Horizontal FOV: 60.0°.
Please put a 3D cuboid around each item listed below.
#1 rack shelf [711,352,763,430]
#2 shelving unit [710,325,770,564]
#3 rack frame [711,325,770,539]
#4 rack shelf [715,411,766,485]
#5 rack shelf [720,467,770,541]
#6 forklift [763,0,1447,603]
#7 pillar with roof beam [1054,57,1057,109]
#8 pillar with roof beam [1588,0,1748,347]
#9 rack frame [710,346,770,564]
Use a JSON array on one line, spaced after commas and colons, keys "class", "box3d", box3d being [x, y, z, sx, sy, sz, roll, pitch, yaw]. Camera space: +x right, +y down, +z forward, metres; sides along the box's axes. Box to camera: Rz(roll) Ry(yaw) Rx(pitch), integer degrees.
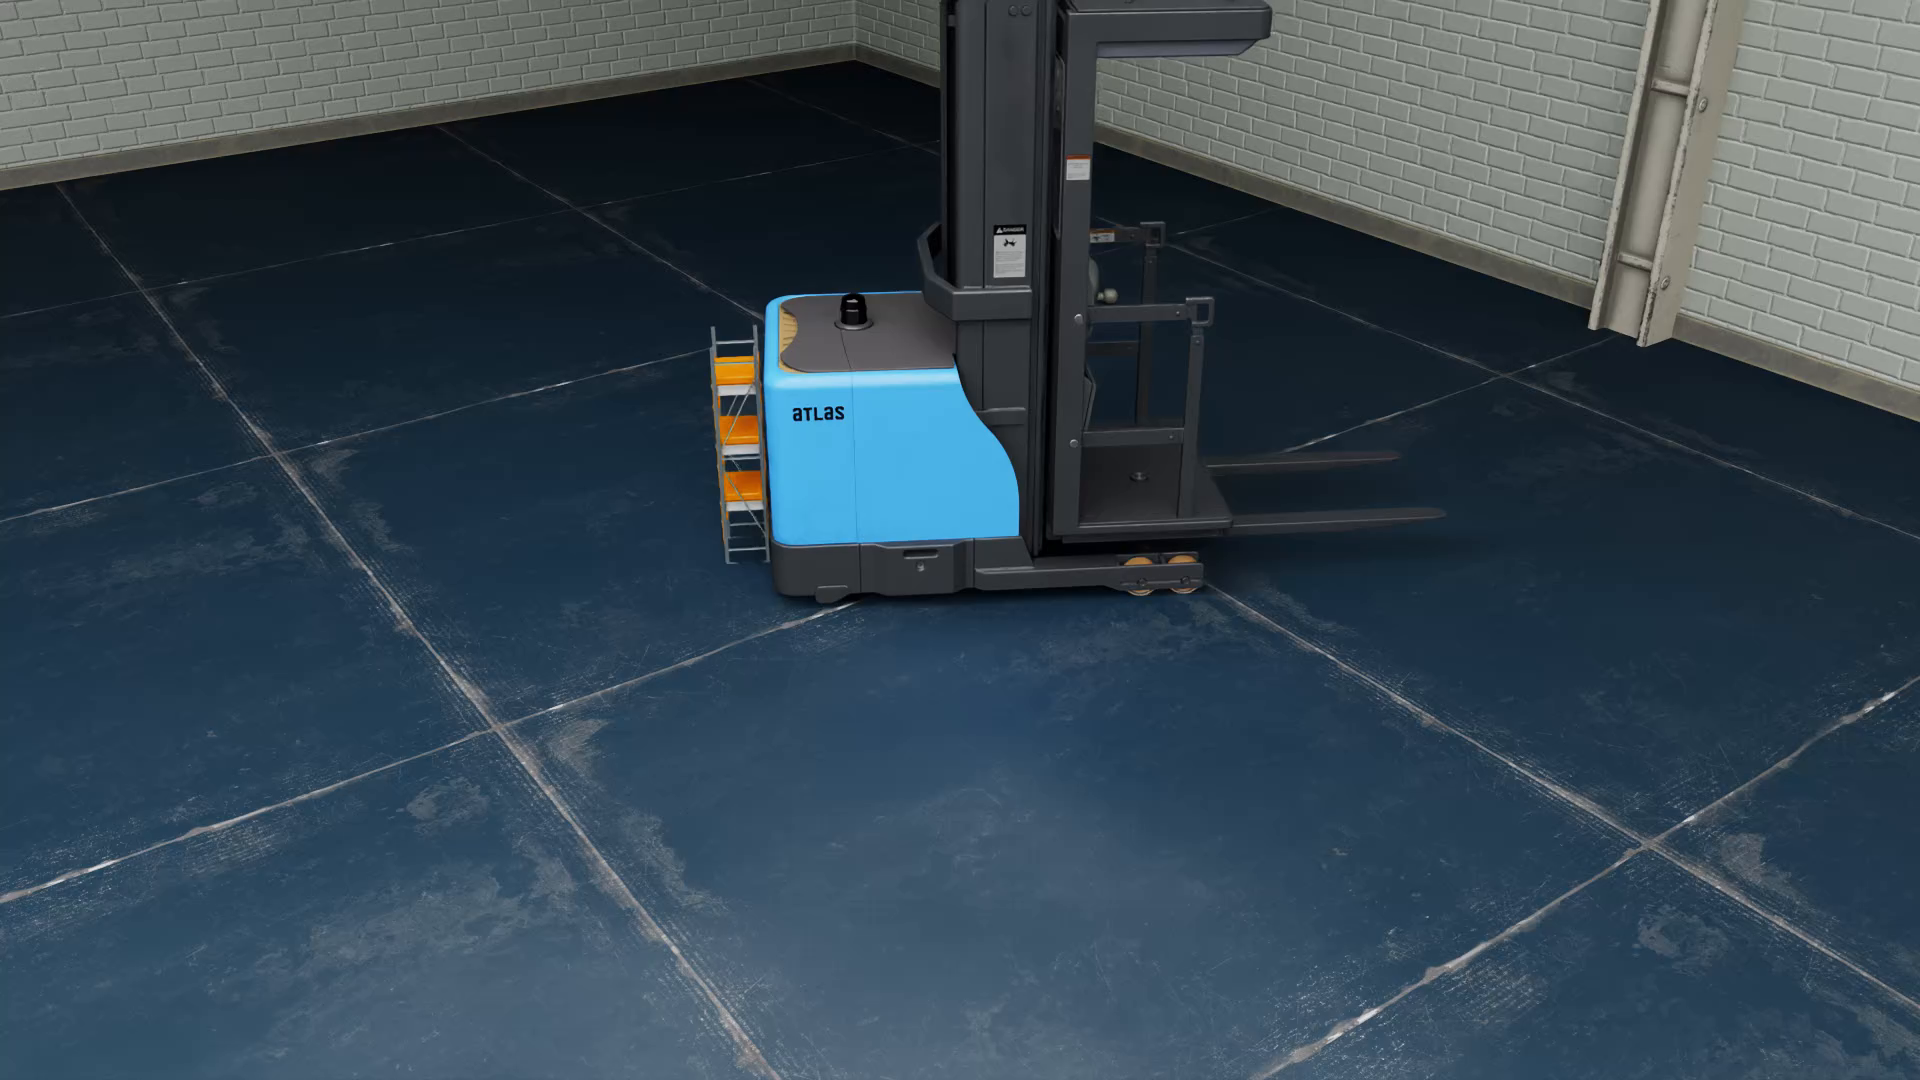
[{"class": "rack shelf", "box3d": [-0.975, -0.655, 7.284, 0.215, 0.259, 0.240, -3, 29, -5]}, {"class": "shelving unit", "box3d": [-0.975, -0.415, 7.414, 0.215, 1.050, 0.252, -3, 29, -5]}, {"class": "rack frame", "box3d": [-0.988, -0.473, 7.521, 0.200, 1.050, 0.008, -3, 29, -5]}, {"class": "rack shelf", "box3d": [-0.975, -0.406, 7.419, 0.215, 0.259, 0.240, -3, 29, -5]}, {"class": "rack shelf", "box3d": [-0.975, -0.161, 7.552, 0.215, 0.259, 0.240, -3, 29, -5]}, {"class": "forklift", "box3d": [0.657, -1.293, 7.060, 3.031, 2.935, 1.130, -3, 29, -5]}, {"class": "pillar with roof beam", "box3d": [-2.925, -6.357, 10.026, 9.100, 9.000, 0.400, -19, 34, -31]}, {"class": "pillar with roof beam", "box3d": [0.556, -4.024, 5.731, 9.100, 9.000, 0.400, -19, 34, -31]}, {"class": "rack frame", "box3d": [-0.962, -0.357, 7.308, 0.200, 1.050, 0.008, -3, 29, -5]}]
